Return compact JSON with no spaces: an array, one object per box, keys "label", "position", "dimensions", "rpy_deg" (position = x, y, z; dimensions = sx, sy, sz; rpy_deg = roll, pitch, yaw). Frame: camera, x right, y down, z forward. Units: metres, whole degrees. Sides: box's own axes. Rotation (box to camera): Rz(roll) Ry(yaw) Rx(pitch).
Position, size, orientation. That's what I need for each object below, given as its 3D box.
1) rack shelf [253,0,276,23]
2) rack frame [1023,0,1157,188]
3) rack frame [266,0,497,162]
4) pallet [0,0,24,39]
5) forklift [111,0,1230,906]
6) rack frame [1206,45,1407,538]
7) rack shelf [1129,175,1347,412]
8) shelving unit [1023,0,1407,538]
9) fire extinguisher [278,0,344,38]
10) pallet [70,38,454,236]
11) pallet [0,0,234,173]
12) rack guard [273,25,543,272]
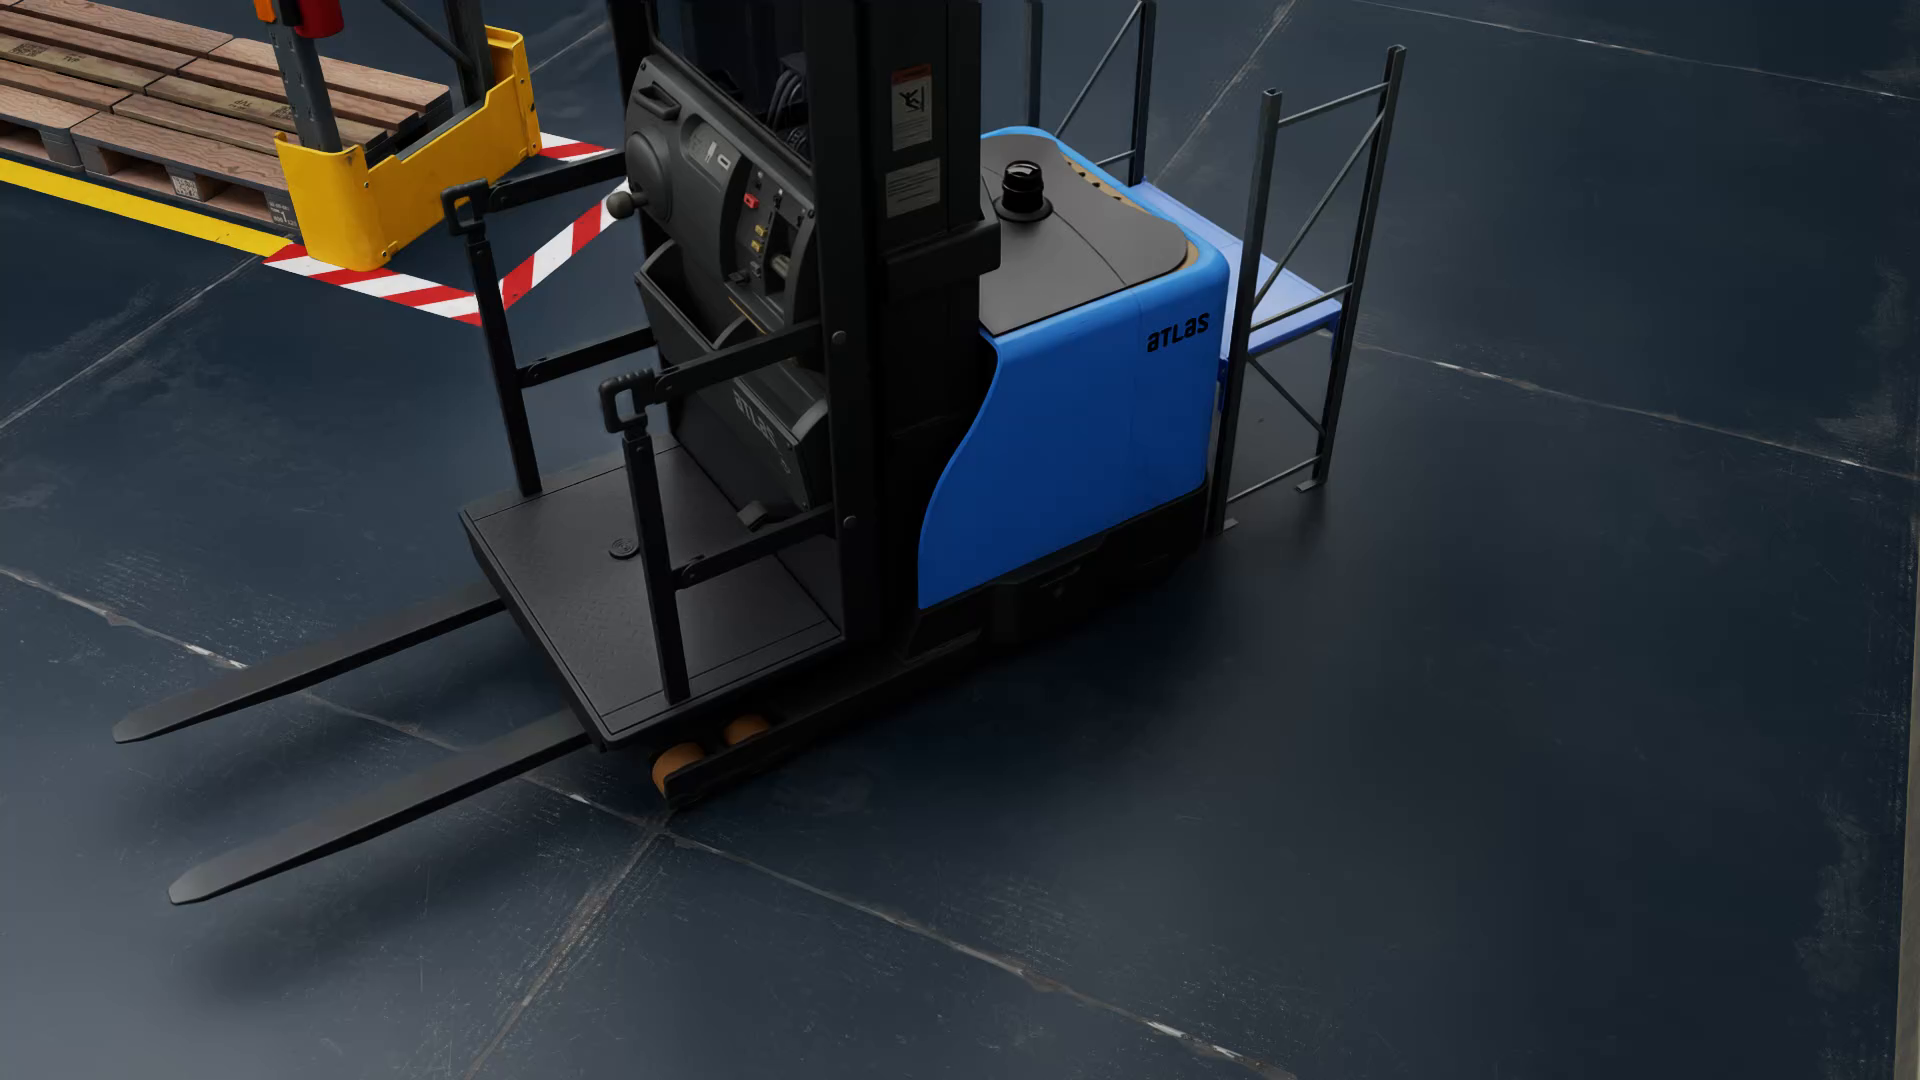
[{"label":"rack shelf","position":[-4.032,-2.834,6.779],"dimensions":[4.000,0.370,1.077],"rpy_deg":[17,44,19]},{"label":"rack frame","position":[0.412,-1.222,5.515],"dimensions":[0.500,1.500,0.032],"rpy_deg":[-25,47,-26]},{"label":"rack frame","position":[-2.219,-2.552,5.904],"dimensions":[0.127,3.000,1.000],"rpy_deg":[17,44,19]},{"label":"pallet","position":[-5.161,-2.426,7.887],"dimensions":[1.213,0.211,1.003],"rpy_deg":[17,44,19]},{"label":"forklift","position":[-0.765,-0.800,3.935],"dimensions":[3.031,2.935,1.130],"rpy_deg":[-23,46,-24]},{"label":"rack frame","position":[0.995,-0.676,4.885],"dimensions":[0.500,1.500,0.032],"rpy_deg":[-25,47,-26]},{"label":"rack shelf","position":[0.703,-0.813,5.318],"dimensions":[0.538,0.185,1.000],"rpy_deg":[-25,47,-26]},{"label":"shelving unit","position":[0.703,-0.949,5.200],"dimensions":[0.538,1.500,1.048],"rpy_deg":[-25,47,-26]},{"label":"fire extinguisher","position":[-2.275,-2.071,5.692],"dimensions":[0.183,0.674,0.296],"rpy_deg":[17,44,19]},{"label":"pallet","position":[-2.950,-1.750,7.108],"dimensions":[1.213,0.211,1.003],"rpy_deg":[17,44,19]},{"label":"pallet","position":[-4.052,-2.089,7.498],"dimensions":[1.213,0.211,1.003],"rpy_deg":[17,44,19]},{"label":"rack guard","position":[-2.192,-1.609,6.724],"dimensions":[0.348,0.500,1.175],"rpy_deg":[17,44,19]}]
